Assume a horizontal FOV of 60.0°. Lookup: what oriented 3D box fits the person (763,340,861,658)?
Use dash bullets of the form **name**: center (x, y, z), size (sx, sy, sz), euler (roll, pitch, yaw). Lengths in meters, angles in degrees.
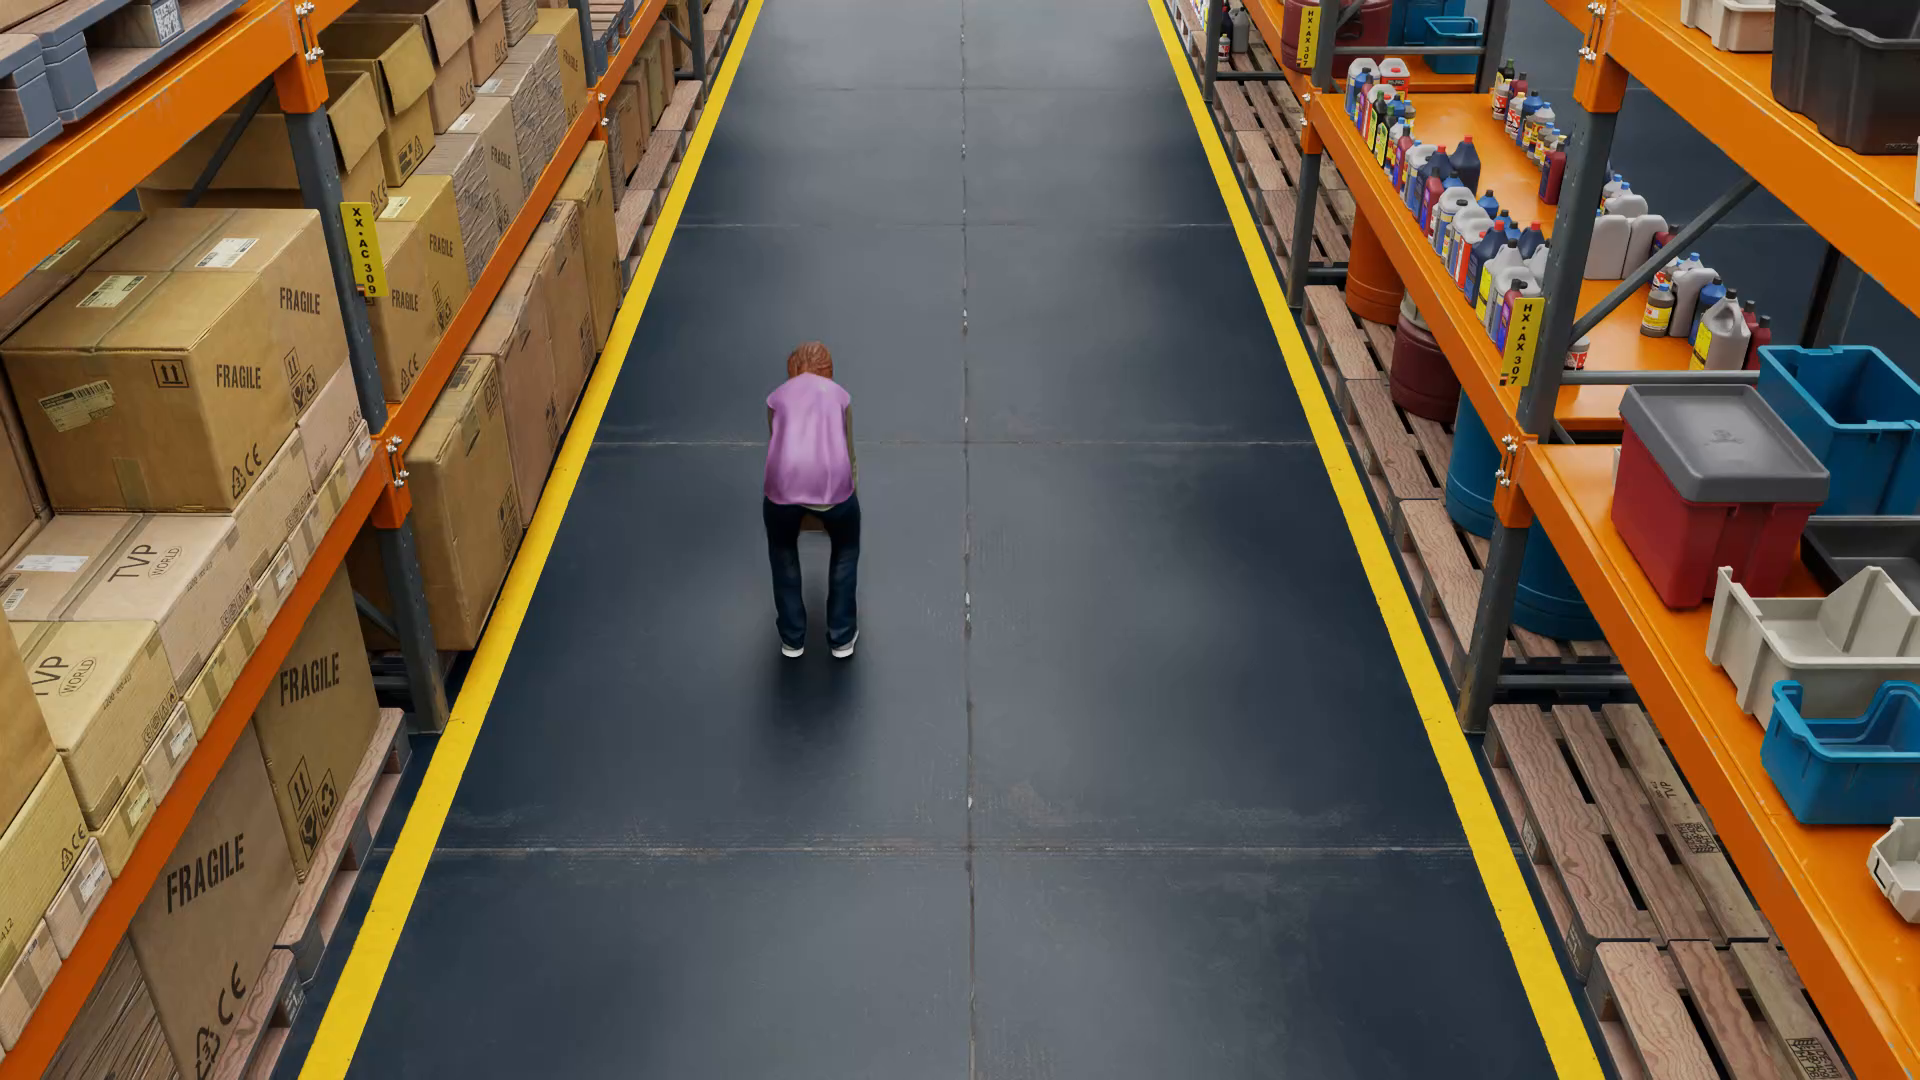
- **person**: center (-0.597, -0.154, 6.831), size (0.385, 1.136, 0.848), euler (-1, 32, -2)
